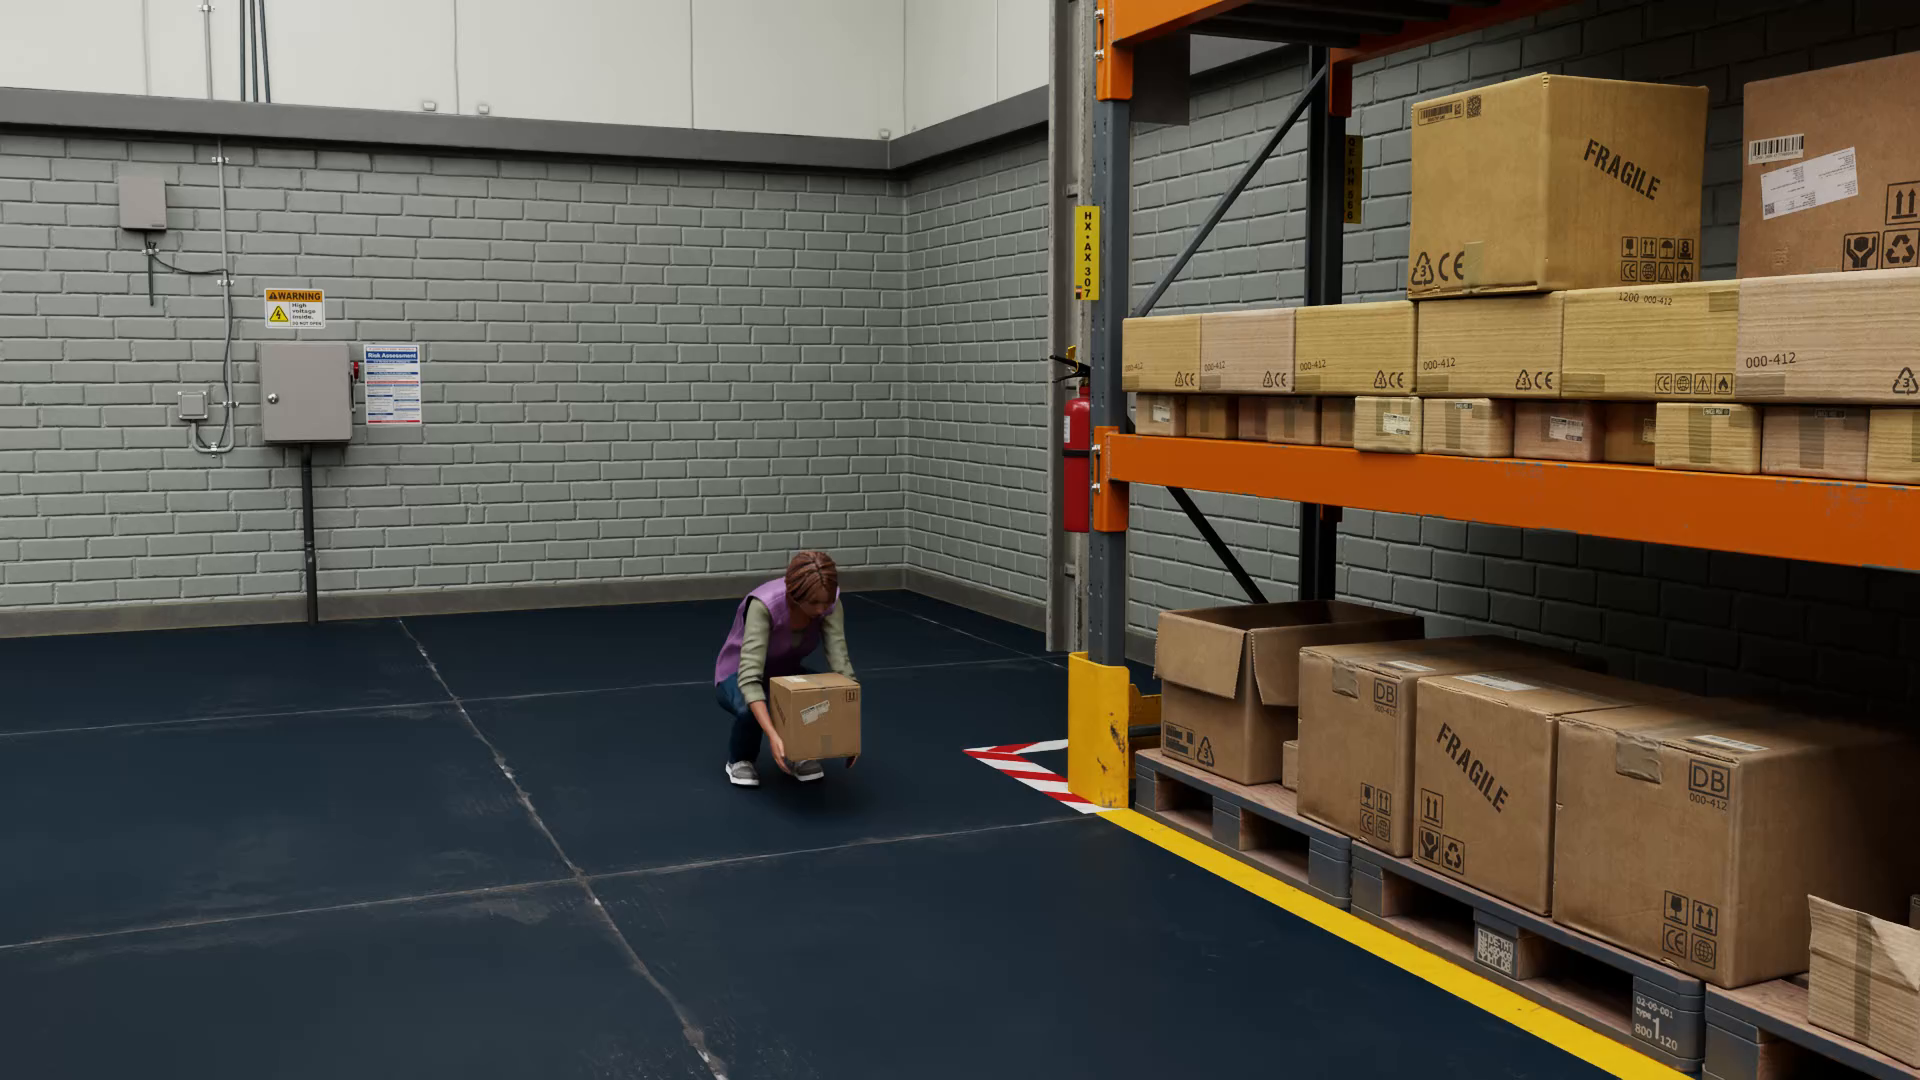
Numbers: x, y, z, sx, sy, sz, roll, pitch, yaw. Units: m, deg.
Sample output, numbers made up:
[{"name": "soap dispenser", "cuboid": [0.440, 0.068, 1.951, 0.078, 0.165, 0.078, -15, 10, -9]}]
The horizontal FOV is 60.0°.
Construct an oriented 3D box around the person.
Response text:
[{"name": "person", "cuboid": [-0.645, 0.475, 6.081, 0.446, 0.882, 0.808, -3, 6, -24]}]
